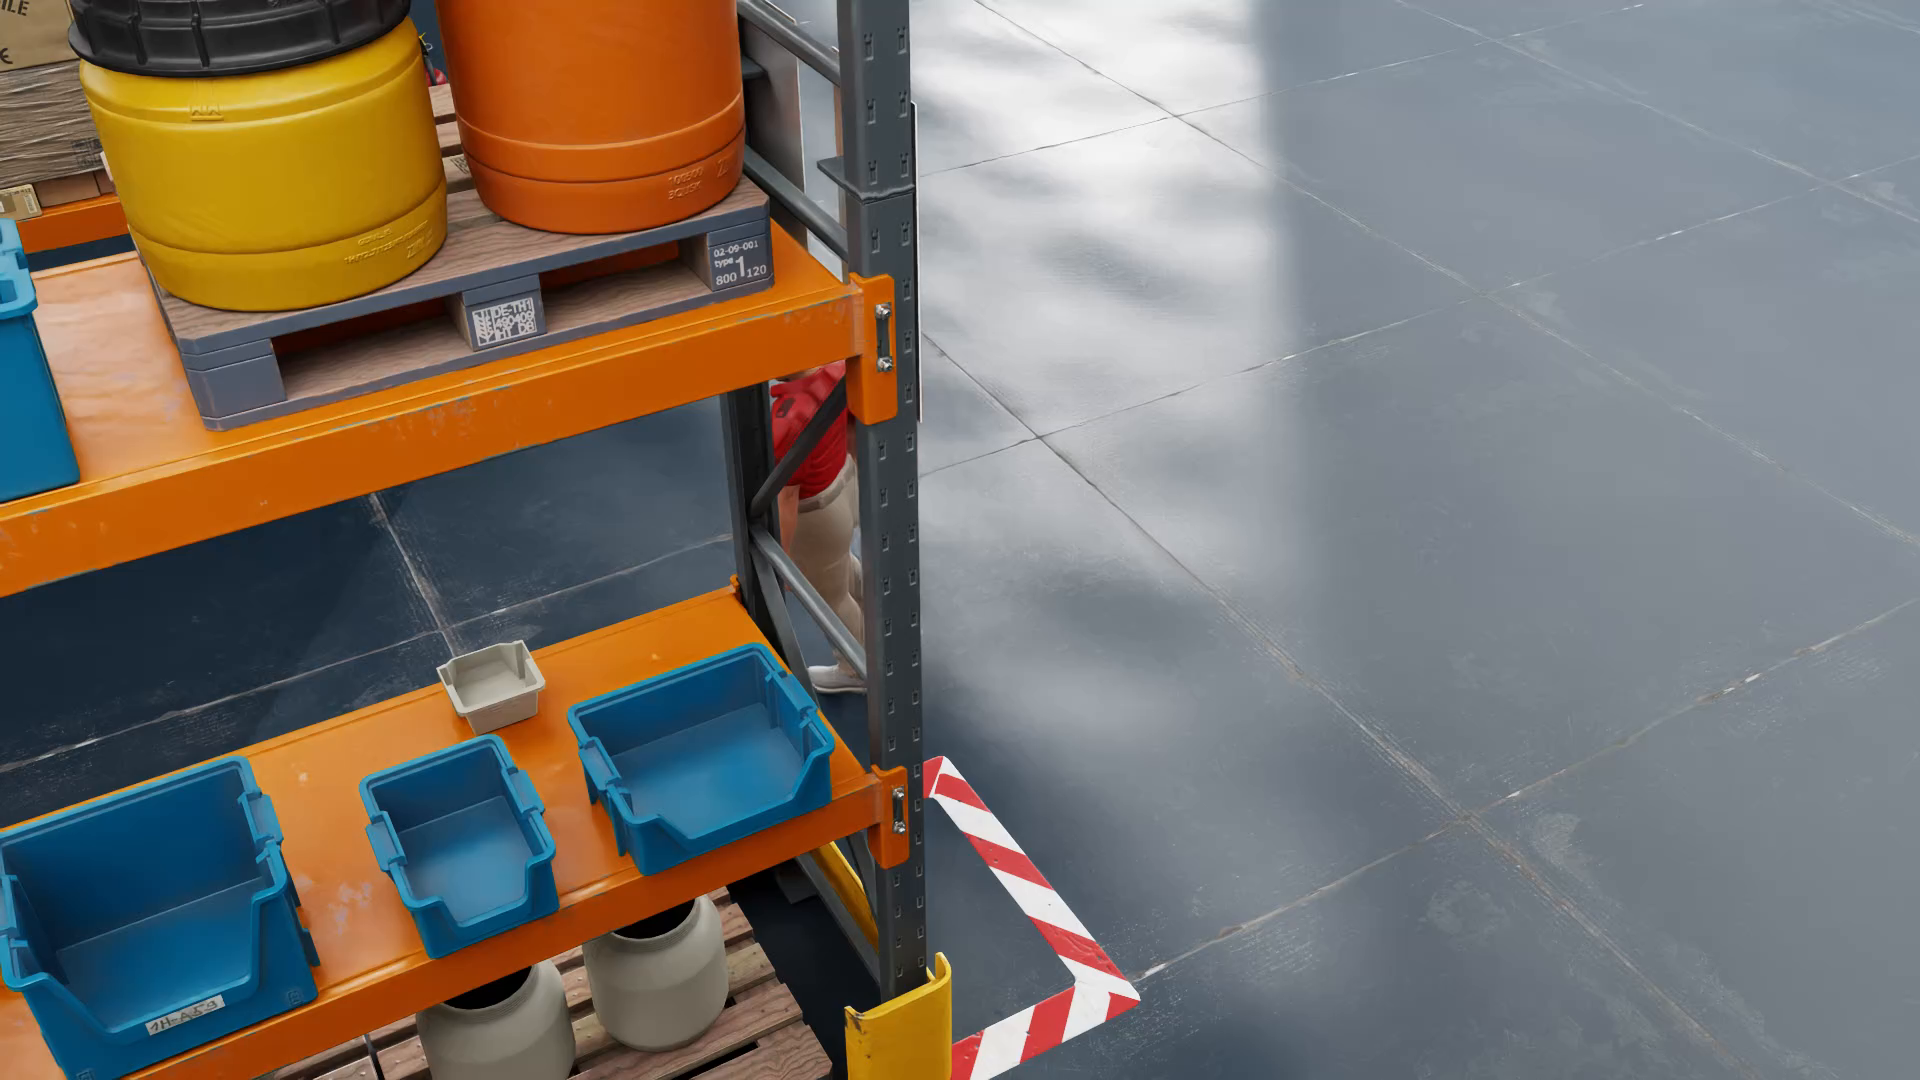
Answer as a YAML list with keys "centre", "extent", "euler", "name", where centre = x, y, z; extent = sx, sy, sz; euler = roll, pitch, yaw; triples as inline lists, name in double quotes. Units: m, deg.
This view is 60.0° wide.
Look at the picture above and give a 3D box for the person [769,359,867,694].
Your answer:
- centre: [-0.491, -0.118, 6.312]
  extent: [0.480, 1.713, 0.669]
  euler: [11, 38, 14]
  name: "person"
